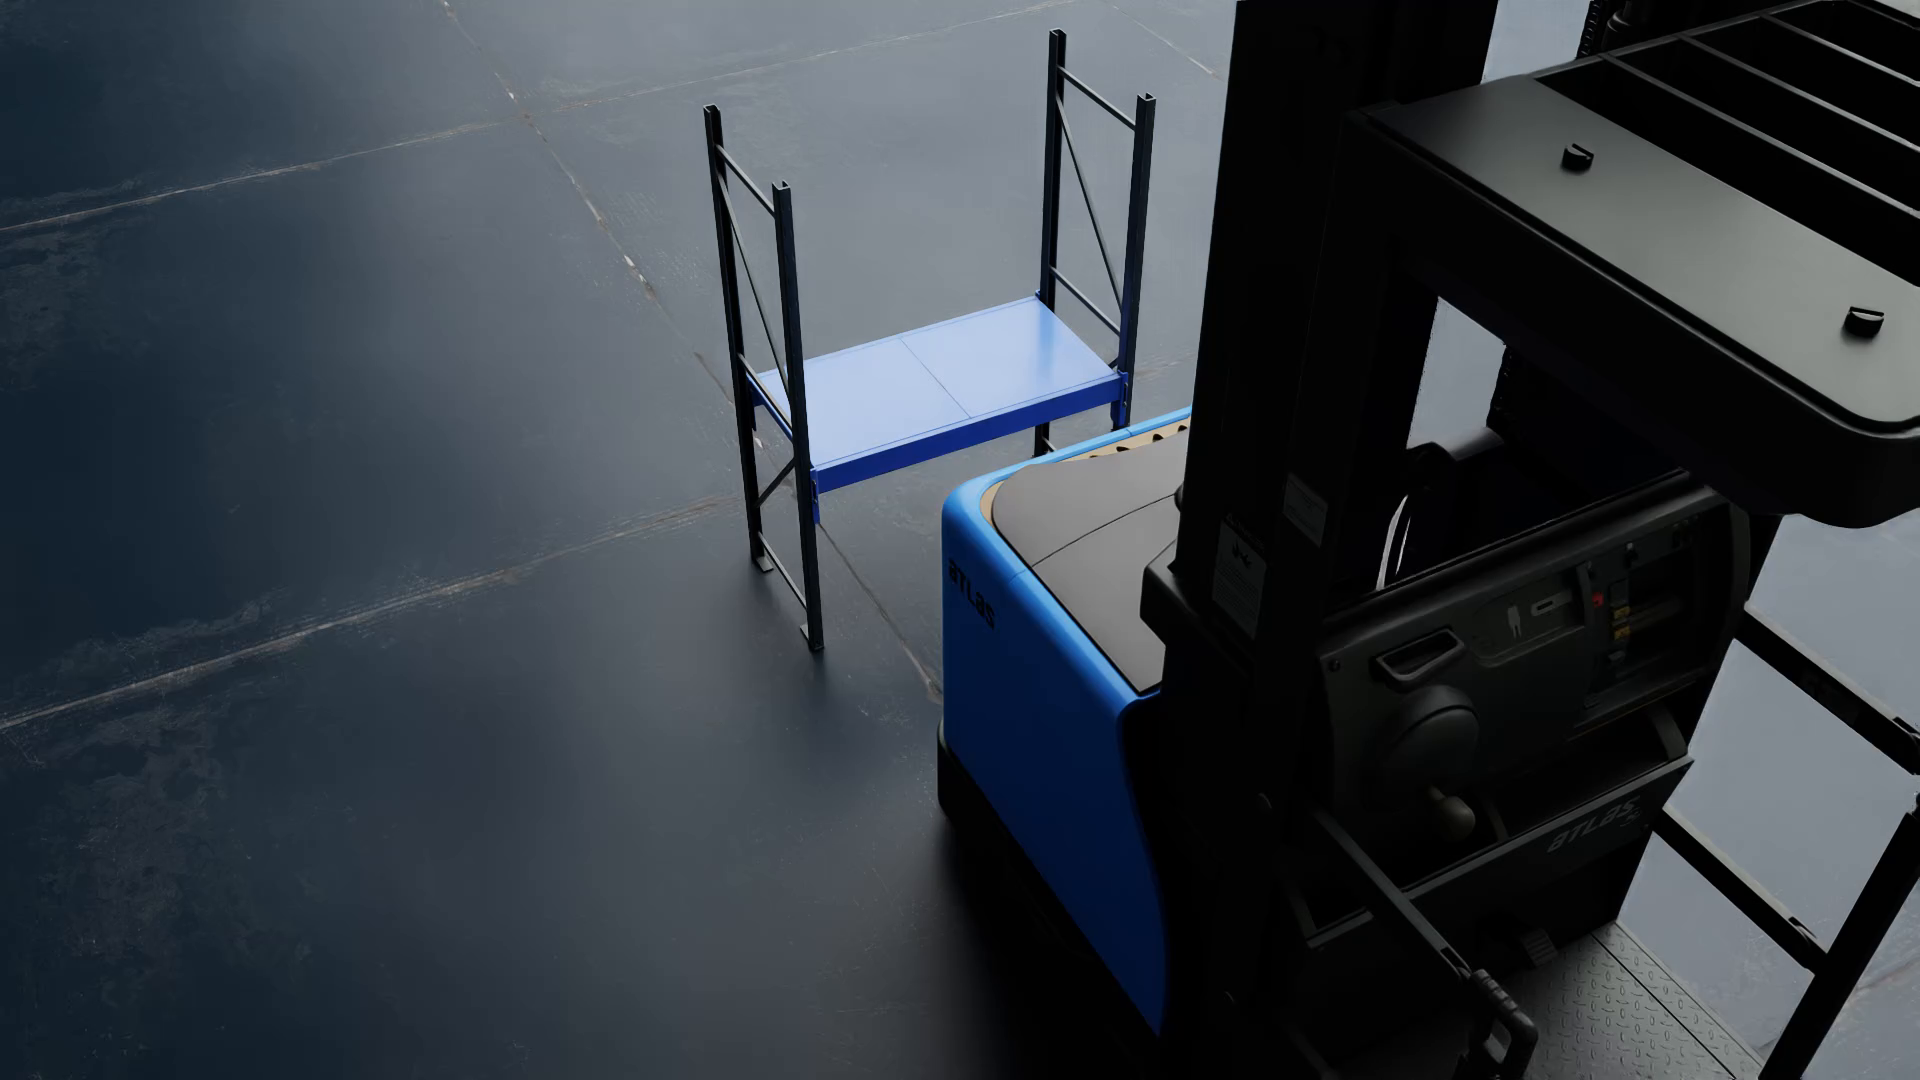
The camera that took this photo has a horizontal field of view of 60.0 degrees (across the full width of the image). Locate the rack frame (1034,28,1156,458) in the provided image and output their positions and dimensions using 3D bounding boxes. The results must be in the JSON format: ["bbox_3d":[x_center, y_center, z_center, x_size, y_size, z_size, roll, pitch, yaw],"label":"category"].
[{"bbox_3d":[0.375,-0.699,4.915,0.032,1.500,0.500,-19,44,-21],"label":"rack frame"}]

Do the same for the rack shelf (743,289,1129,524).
[{"bbox_3d":[-0.076,-0.410,4.852,1.000,0.185,0.538,-19,44,-21],"label":"rack shelf"}]

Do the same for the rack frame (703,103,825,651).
[{"bbox_3d":[-0.527,-0.395,4.556,0.032,1.500,0.500,-19,44,-21],"label":"rack frame"}]

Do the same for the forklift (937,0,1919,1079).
[{"bbox_3d":[1.085,0.275,2.657,1.130,2.935,3.031,-19,44,-21],"label":"forklift"}]

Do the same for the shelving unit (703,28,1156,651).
[{"bbox_3d":[-0.076,-0.547,4.735,1.048,1.500,0.538,-19,44,-21],"label":"shelving unit"}]
